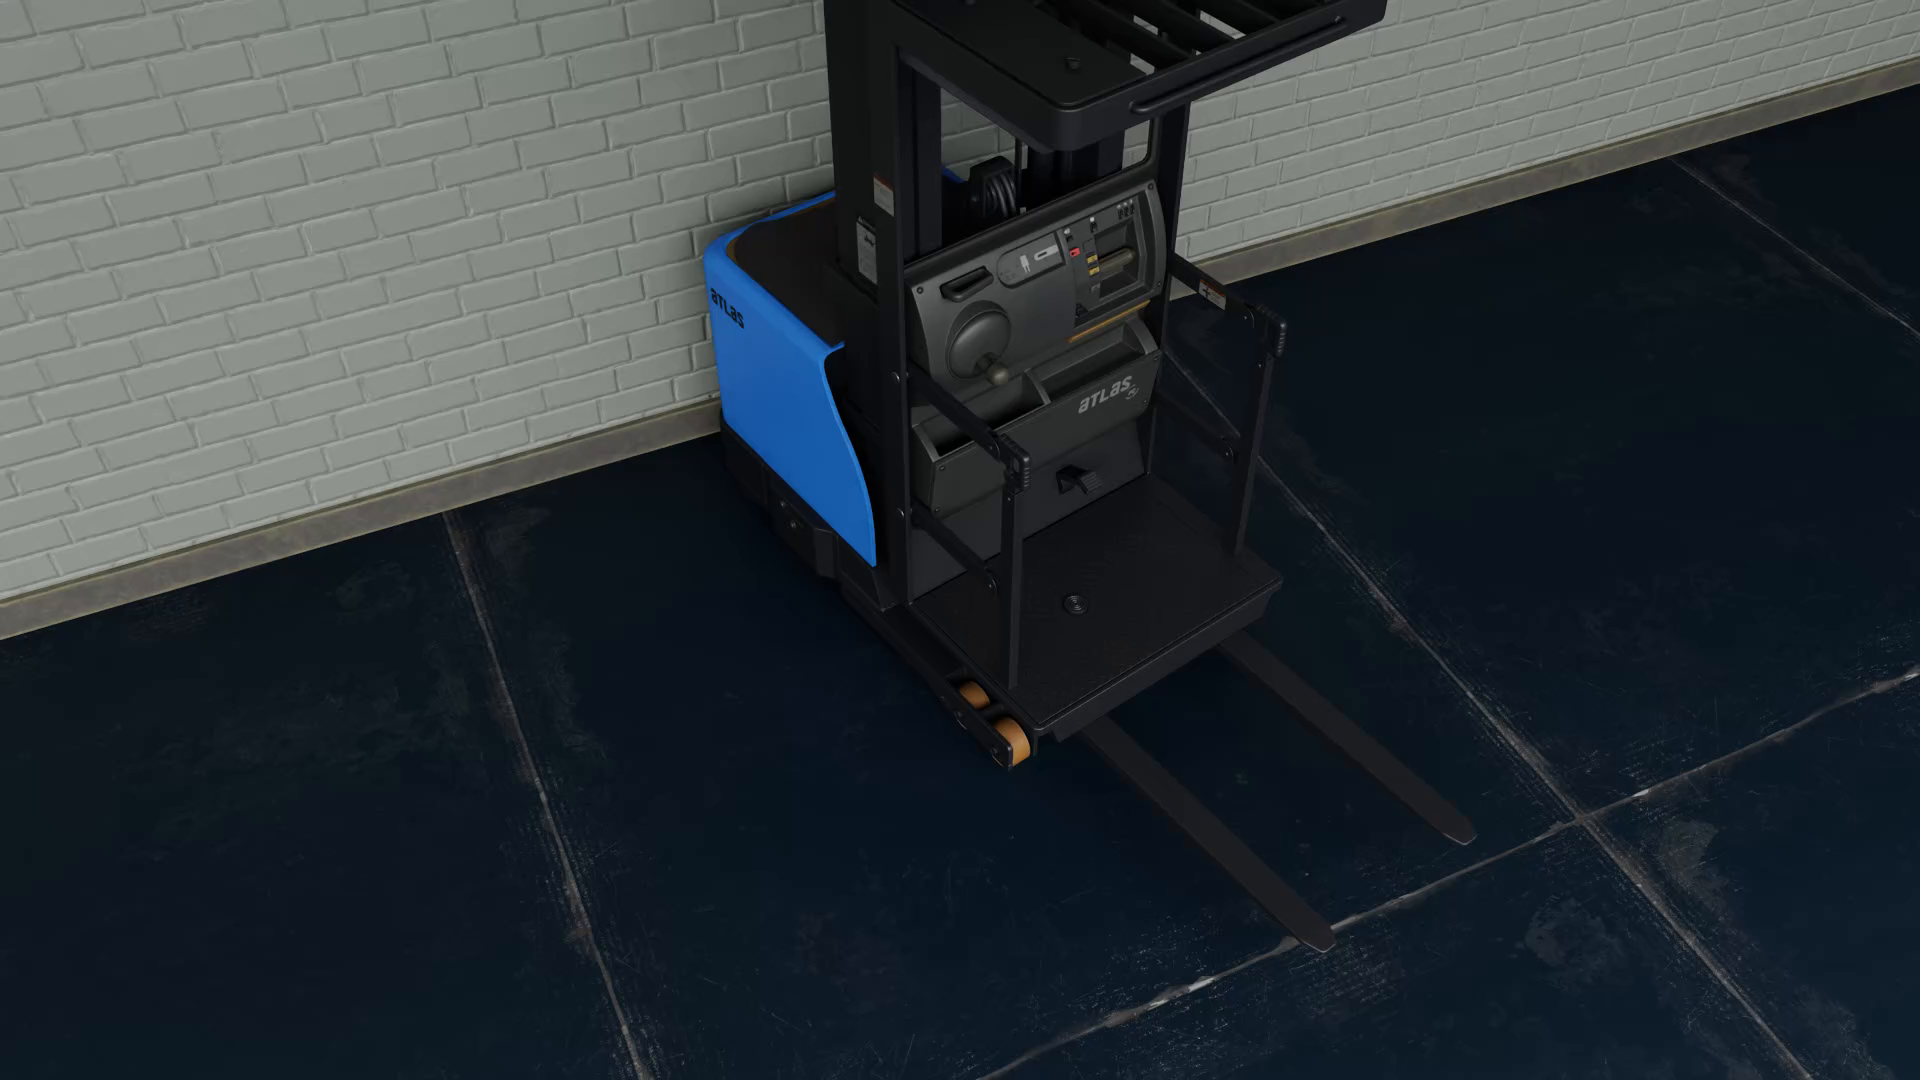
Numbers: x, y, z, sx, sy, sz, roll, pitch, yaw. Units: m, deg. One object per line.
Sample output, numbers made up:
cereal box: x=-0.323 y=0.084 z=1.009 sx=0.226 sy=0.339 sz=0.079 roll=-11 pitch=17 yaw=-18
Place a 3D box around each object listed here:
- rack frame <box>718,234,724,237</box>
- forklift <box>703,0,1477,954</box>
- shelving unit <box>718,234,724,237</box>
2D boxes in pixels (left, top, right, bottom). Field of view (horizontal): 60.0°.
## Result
rack frame: x=-0.759 y=-0.846 z=6.465 sx=0.240 sy=0.900 sz=0.006 roll=-20 pitch=48 yaw=-15
forklift: x=0.381 y=-0.693 z=4.865 sx=1.130 sy=2.935 sz=3.031 roll=-28 pitch=51 yaw=-26
shelving unit: x=-0.716 y=-0.781 z=6.400 sx=0.258 sy=0.900 sz=0.210 roll=-20 pitch=48 yaw=-15
